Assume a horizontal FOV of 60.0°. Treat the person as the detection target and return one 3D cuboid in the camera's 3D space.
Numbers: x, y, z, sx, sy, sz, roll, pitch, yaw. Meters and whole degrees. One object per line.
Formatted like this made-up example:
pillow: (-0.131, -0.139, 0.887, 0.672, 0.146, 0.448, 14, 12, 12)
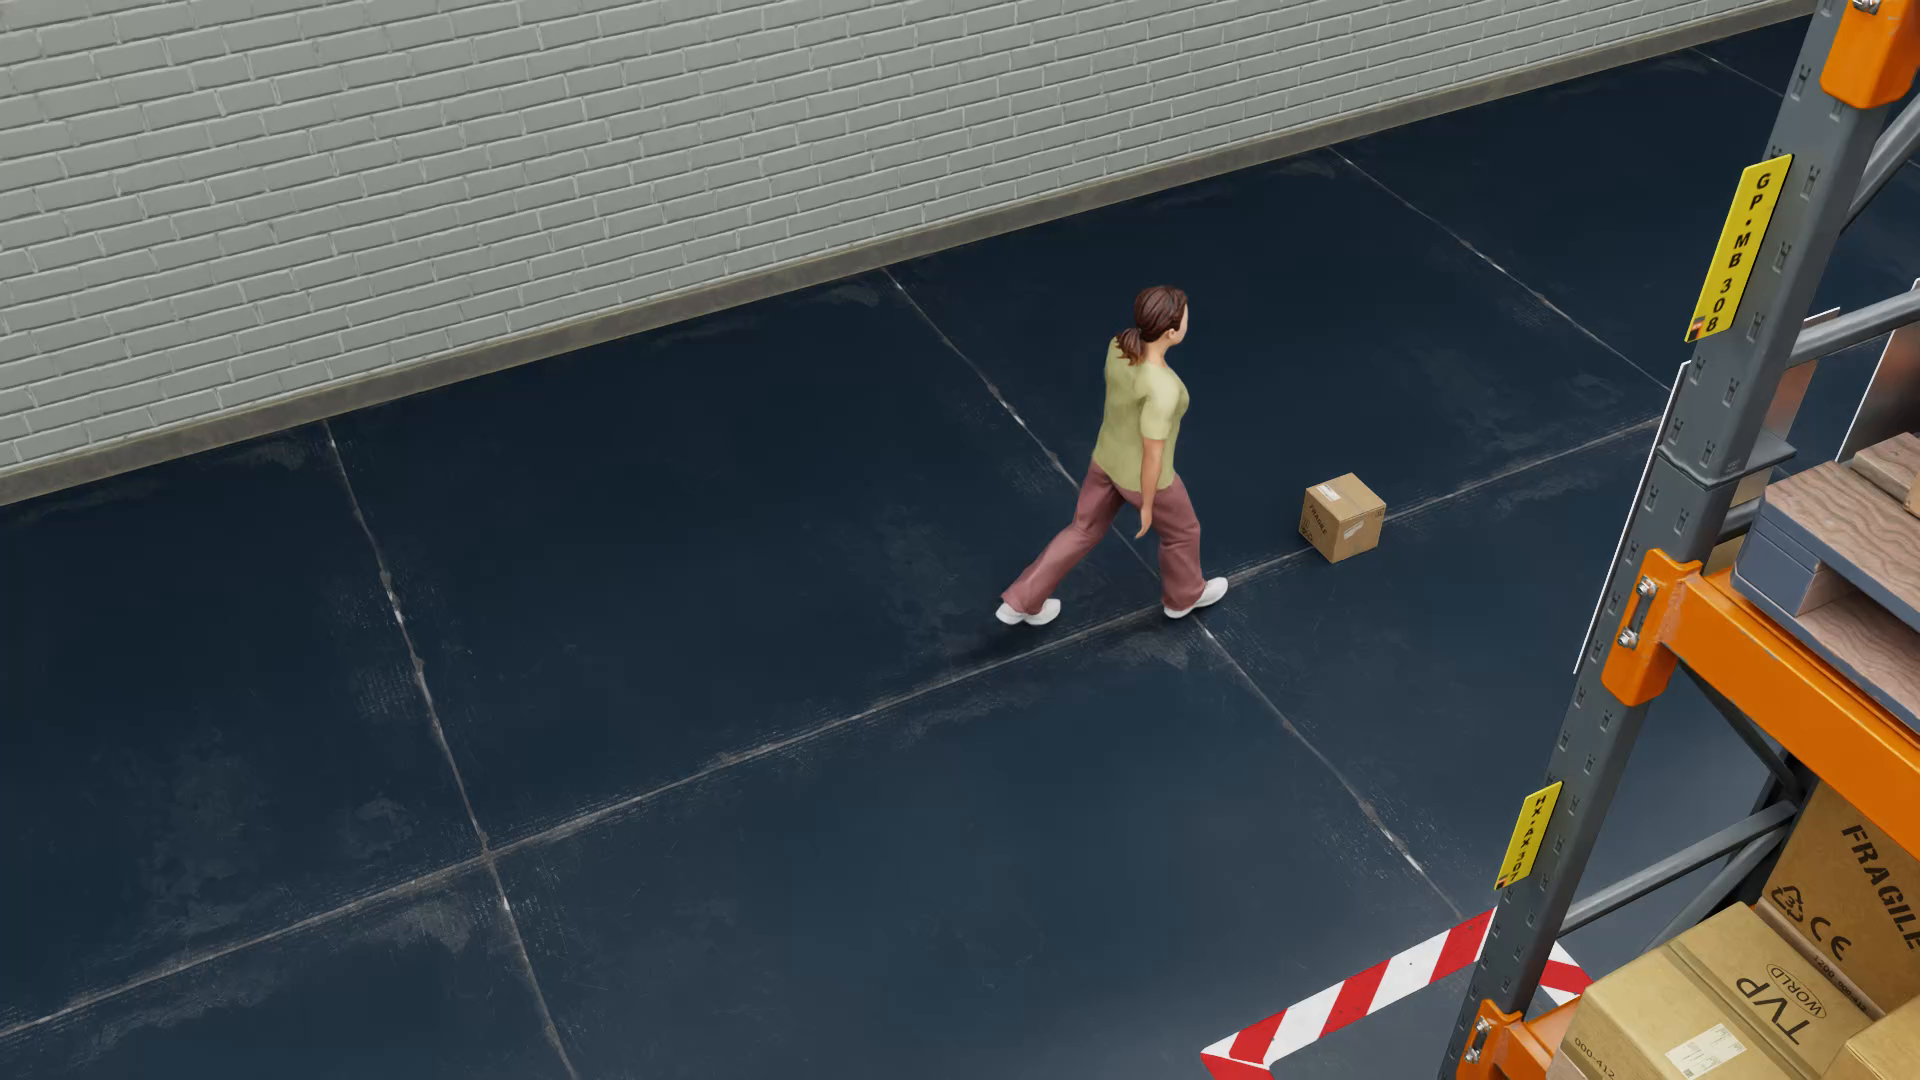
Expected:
person: (0.655, -0.266, 6.473, 1.015, 1.631, 0.466, -22, 46, -23)
